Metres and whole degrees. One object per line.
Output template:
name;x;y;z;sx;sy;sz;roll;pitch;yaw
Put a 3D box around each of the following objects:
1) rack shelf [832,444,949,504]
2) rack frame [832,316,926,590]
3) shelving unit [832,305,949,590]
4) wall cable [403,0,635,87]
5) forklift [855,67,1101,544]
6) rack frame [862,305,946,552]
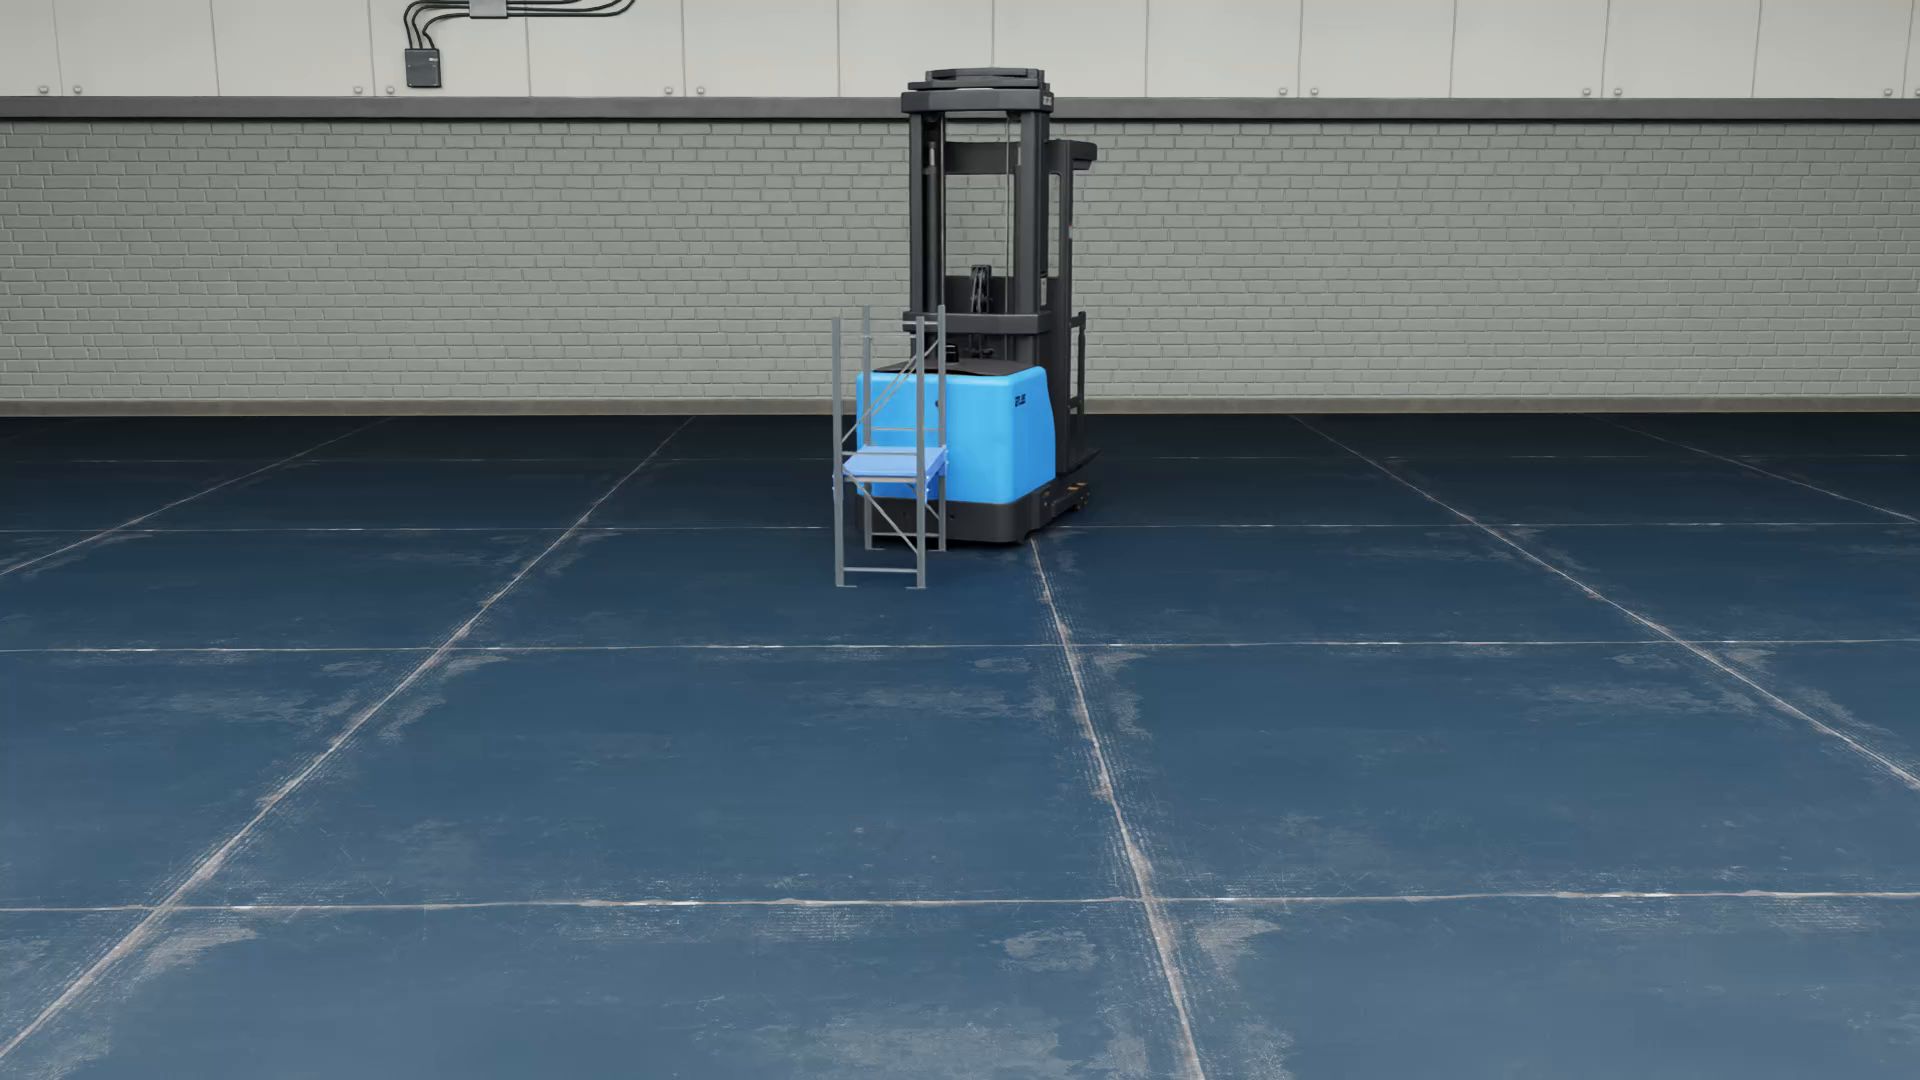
rack shelf;-0.388;-0.391;9.618;0.538;0.185;1.000;1;12;6
rack frame;-0.441;-0.467;9.087;0.500;1.500;0.032;1;12;6
shelving unit;-0.388;-0.567;9.582;0.538;1.500;1.048;1;12;6
wall cable;-4.175;-7.324;15.476;2.305;6.003;0.169;0;11;-1
forklift;0.292;-1.663;11.382;1.130;2.935;3.031;4;12;18
rack frame;-0.336;-0.668;10.078;0.500;1.500;0.032;1;12;6
